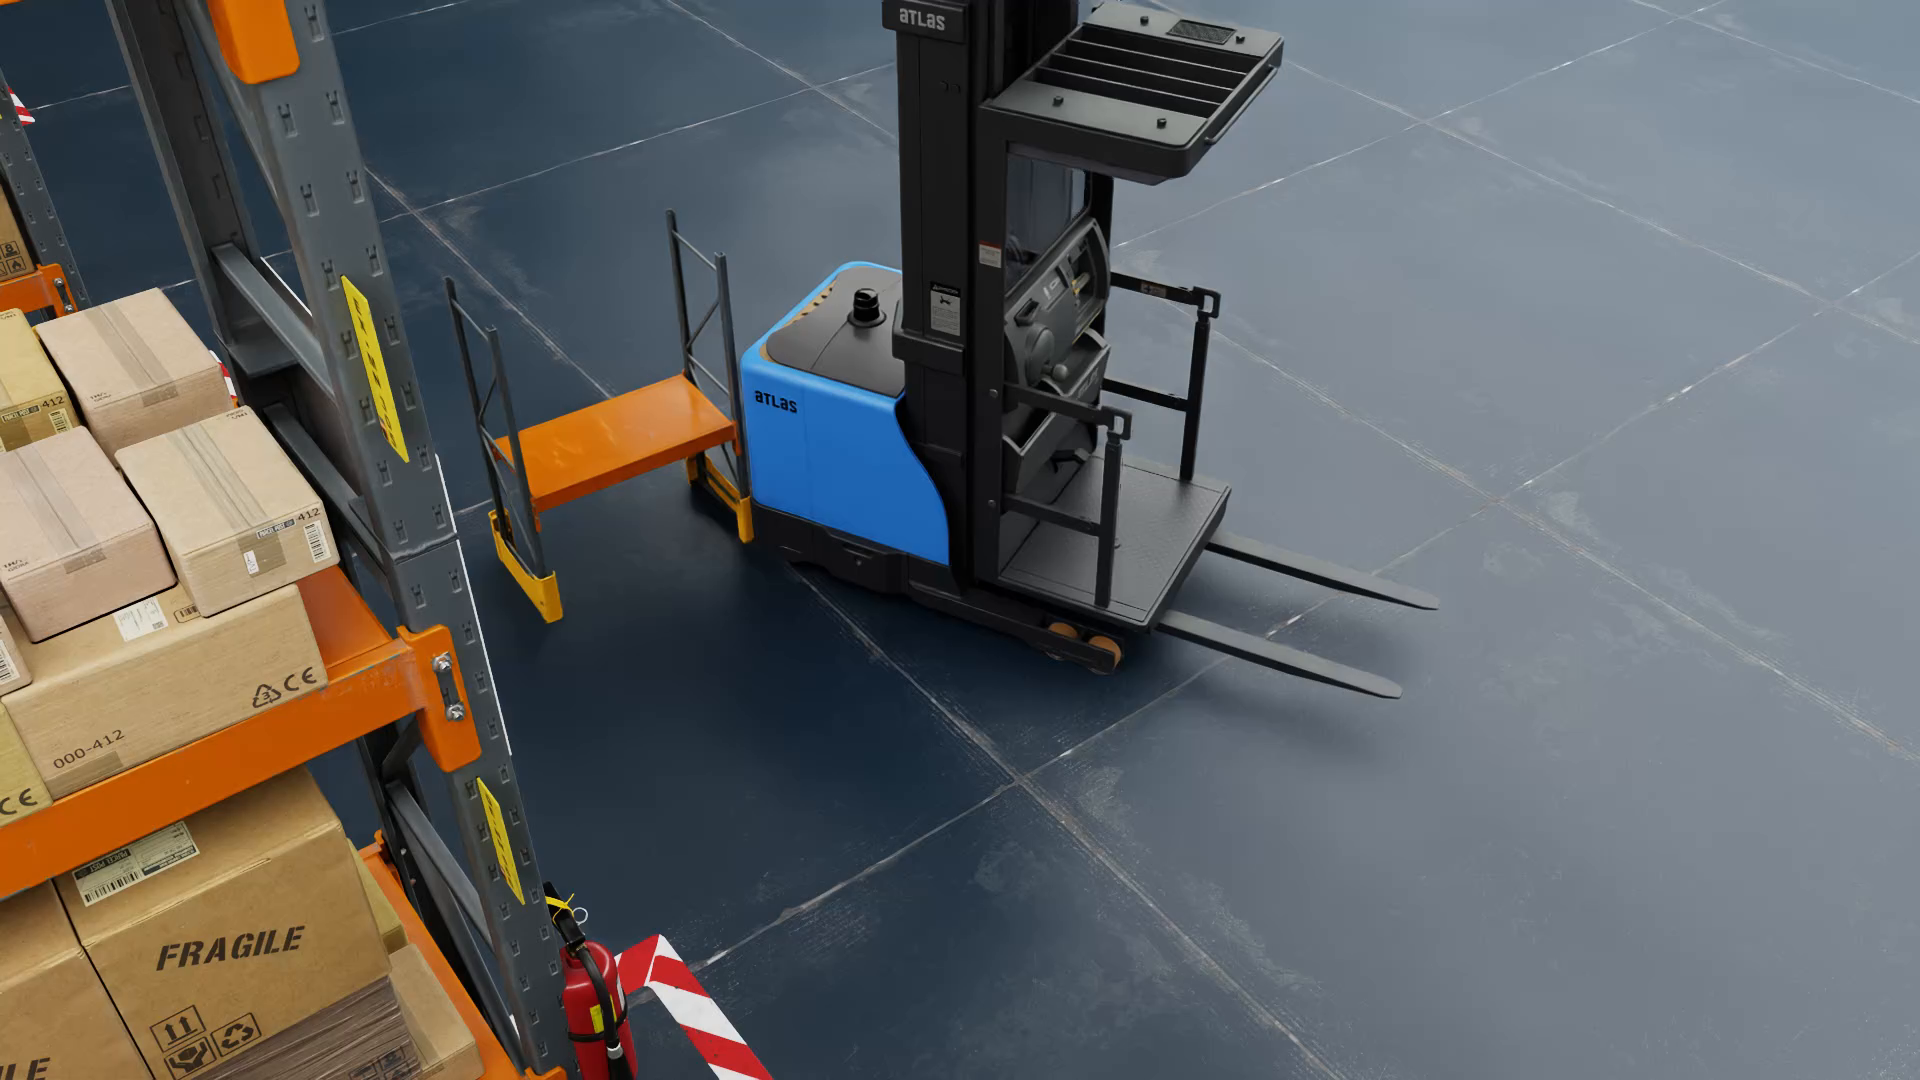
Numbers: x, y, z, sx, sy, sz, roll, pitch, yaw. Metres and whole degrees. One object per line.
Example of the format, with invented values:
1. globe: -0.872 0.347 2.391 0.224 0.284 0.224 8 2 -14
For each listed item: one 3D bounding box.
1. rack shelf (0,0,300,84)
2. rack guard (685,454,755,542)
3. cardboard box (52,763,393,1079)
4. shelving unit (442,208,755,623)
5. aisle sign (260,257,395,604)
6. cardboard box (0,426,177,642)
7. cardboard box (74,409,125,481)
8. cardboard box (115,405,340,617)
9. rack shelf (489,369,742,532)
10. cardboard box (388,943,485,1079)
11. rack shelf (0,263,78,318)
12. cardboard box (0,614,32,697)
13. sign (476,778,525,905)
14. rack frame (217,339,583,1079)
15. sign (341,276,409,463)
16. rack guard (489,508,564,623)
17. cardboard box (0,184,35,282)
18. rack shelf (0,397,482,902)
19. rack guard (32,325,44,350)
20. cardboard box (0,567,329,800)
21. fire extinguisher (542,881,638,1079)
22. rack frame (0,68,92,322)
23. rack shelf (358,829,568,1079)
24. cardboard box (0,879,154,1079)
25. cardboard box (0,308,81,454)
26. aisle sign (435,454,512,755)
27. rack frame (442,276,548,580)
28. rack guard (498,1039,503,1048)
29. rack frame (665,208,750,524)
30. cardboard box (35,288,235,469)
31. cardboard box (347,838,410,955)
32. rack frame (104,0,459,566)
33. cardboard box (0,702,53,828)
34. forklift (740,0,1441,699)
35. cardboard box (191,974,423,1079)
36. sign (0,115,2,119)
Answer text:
1. rack shelf: -2.892 -0.335 1.767 4.000 0.370 1.077 -26 46 -28
2. rack guard: -1.154 -0.250 7.991 0.087 0.250 0.587 -24 45 -26
3. cardboard box: -1.592 0.728 3.529 0.500 0.500 0.500 -26 46 -28
4. shelving unit: -1.563 -0.553 7.376 1.083 1.500 0.587 -24 45 -26
5. aisle sign: -1.440 -0.248 3.771 0.004 0.787 0.394 -26 46 -28
6. cardboard box: -1.614 -0.018 2.980 0.250 0.149 0.380 -28 47 -29
7. cardboard box: -1.846 -0.114 3.411 0.500 0.250 0.500 -25 45 -27
8. cardboard box: -1.336 -0.060 3.030 0.250 0.149 0.380 -26 46 -28
9. rack shelf: -1.556 -0.418 7.494 1.000 0.185 0.538 -24 45 -26
10. cardboard box: -1.406 1.243 4.202 0.250 0.149 0.380 -26 46 -28
11. rack shelf: -5.834 -0.551 6.757 4.000 0.370 1.077 -26 46 -28
12. cardboard box: -1.764 0.142 2.784 0.250 0.149 0.380 -28 47 -30
13. sign: -0.984 0.649 3.566 0.005 0.325 0.100 -26 46 -28
14. rack frame: -1.306 0.932 4.383 0.127 3.000 1.000 -26 46 -28
15. sign: -0.984 -0.284 2.801 0.005 0.325 0.100 -26 46 -28
16. rack guard: -1.973 0.110 7.553 0.087 0.250 0.587 -24 45 -26
17. cardboard box: -4.515 -1.494 7.221 0.550 0.550 0.875 -26 46 -28
18. rack shelf: -2.892 0.823 2.717 4.000 0.370 1.077 -26 46 -28
19. rack guard: -4.229 -0.645 8.275 0.348 0.500 1.175 -26 46 -28
20. cardboard box: -1.534 0.144 3.096 0.500 0.250 0.500 -25 45 -27
21. fire extinguisher: -0.934 1.149 4.179 0.183 0.674 0.296 -26 46 -28
22. rack frame: -4.248 -1.602 7.471 0.127 3.000 1.000 -26 46 -28
23. rack shelf: -2.892 1.983 3.669 4.000 0.370 1.077 -26 46 -28
24. cardboard box: -1.985 0.924 3.290 0.500 0.500 0.500 -26 46 -28
25. cardboard box: -1.930 -0.283 3.302 0.250 0.149 0.380 -25 45 -27
26. aisle sign: -1.074 0.053 3.404 0.004 0.787 0.394 -26 46 -28
27. rack frame: -1.974 -0.373 7.156 0.032 1.500 0.500 -24 45 -26
28. rack guard: -1.366 1.927 5.140 0.348 0.500 1.175 -26 46 -28
29. rack frame: -1.138 -0.740 7.603 0.032 1.500 0.500 -24 45 -26
30. cardboard box: -1.665 -0.334 3.365 0.250 0.149 0.380 -26 46 -28
31. cardboard box: -1.677 1.019 4.474 0.250 0.149 0.380 -26 46 -28
32. rack frame: -1.306 -1.388 2.480 0.127 3.000 1.000 -26 46 -28
33. cardboard box: -1.928 0.338 2.859 0.500 0.250 0.500 -26 46 -28
34. forklift: 0.585 -0.940 6.718 3.031 2.935 1.130 18 43 20
35. cardboard box: -1.759 0.977 4.014 0.500 0.500 0.875 -26 46 -28
36. sign: -3.929 -1.863 6.689 0.005 0.325 0.100 -26 46 -28
